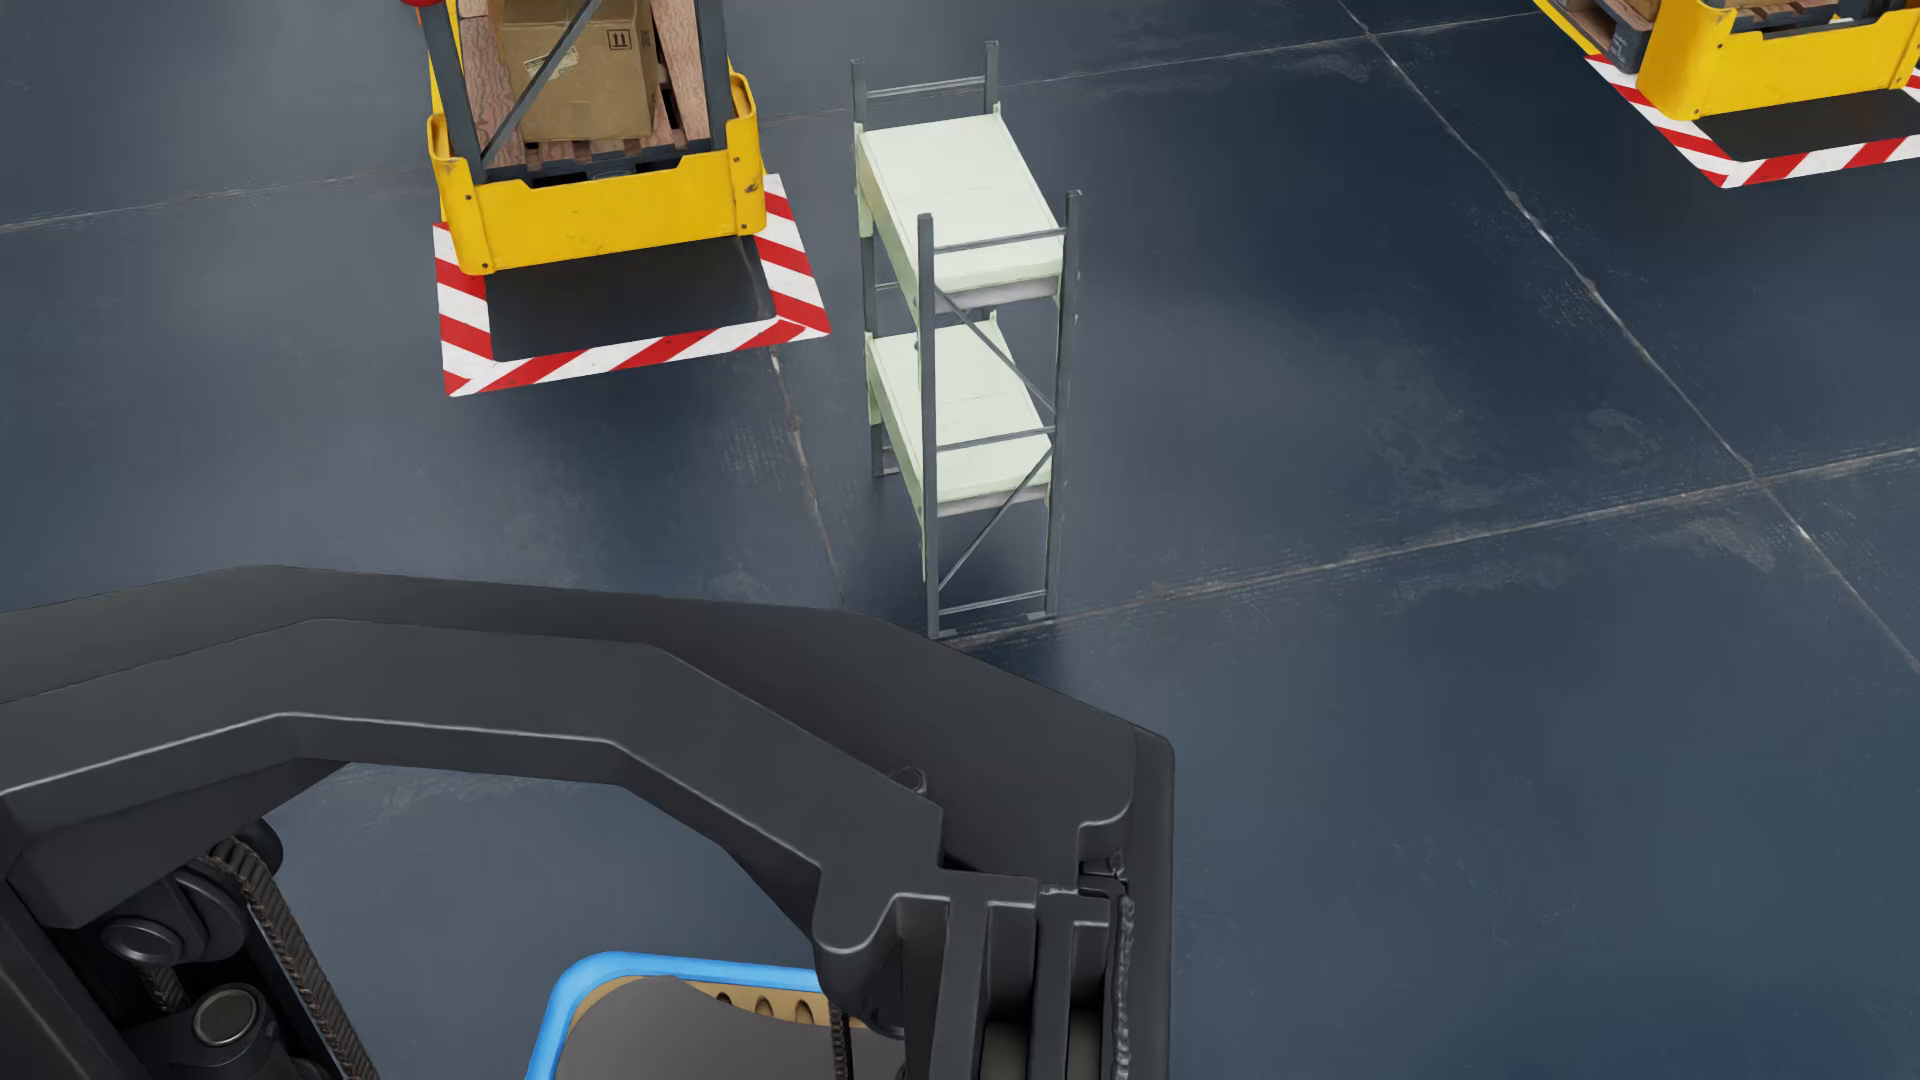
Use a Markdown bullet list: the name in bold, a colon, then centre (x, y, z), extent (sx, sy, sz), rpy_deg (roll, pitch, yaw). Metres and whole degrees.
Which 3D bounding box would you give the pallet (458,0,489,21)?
- **pallet**: centre (-1.825, -2.685, 7.734), extent (1.003, 0.211, 1.213), rpy_deg (-11, 47, -10)

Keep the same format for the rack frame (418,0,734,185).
- **rack frame**: centre (-1.323, -2.201, 5.307), extent (1.000, 3.000, 0.127), rpy_deg (-11, 47, -10)

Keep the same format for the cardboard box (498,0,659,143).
- **cardboard box**: centre (-1.467, -1.907, 6.475), extent (0.500, 0.500, 0.500), rpy_deg (-3, 46, -3)

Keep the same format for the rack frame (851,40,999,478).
- **rack frame**: centre (-0.092, -0.773, 4.957), extent (0.400, 1.500, 0.023), rpy_deg (-11, 47, -10)

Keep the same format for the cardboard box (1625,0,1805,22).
- **cardboard box**: centre (3.260, -2.897, 7.183), extent (0.875, 0.875, 0.875), rpy_deg (-10, 47, -10)

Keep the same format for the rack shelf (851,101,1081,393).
- **rack shelf**: centre (0.002, -0.793, 4.431), extent (0.431, 0.370, 0.720), rpy_deg (-11, 47, -10)

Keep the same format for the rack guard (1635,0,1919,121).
- **rack guard**: centre (3.504, -2.147, 7.004), extent (1.175, 0.500, 0.348), rpy_deg (-11, 47, -10)

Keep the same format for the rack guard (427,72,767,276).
- **rack guard**: centre (-1.343, -1.379, 6.251), extent (1.175, 0.500, 0.348), rpy_deg (-11, 47, -10)

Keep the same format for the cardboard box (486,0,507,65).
- **cardboard box**: centre (-1.653, -2.314, 6.873), extent (0.500, 0.500, 0.500), rpy_deg (0, 46, 0)

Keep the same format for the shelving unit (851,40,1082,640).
- **shelving unit**: centre (0.002, -0.520, 4.710), extent (0.431, 1.500, 0.755), rpy_deg (-11, 47, -10)

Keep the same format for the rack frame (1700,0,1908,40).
- **rack frame**: centre (3.497, -3.038, 6.127), extent (1.000, 3.000, 0.127), rpy_deg (-11, 47, -10)

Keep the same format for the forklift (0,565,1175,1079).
- **forklift**: centre (-0.379, 1.553, 1.676), extent (1.130, 2.935, 3.031), rpy_deg (4, 46, 4)

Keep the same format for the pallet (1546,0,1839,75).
- **pallet**: centre (3.217, -2.600, 7.650), extent (1.003, 0.211, 1.213), rpy_deg (-11, 47, -10)

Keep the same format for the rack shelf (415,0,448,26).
- **rack shelf**: centre (-1.835, -3.330, 6.917), extent (1.077, 0.370, 4.000), rpy_deg (-11, 47, -10)

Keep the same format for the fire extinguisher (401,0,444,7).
- **fire extinguisher**: centre (-1.739, -2.011, 5.174), extent (0.296, 0.674, 0.183), rpy_deg (-11, 47, -10)

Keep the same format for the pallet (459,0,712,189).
- **pallet**: centre (-1.516, -1.845, 6.910), extent (1.003, 0.211, 1.213), rpy_deg (-11, 47, -10)

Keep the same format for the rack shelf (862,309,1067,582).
- **rack shelf**: centre (0.002, -0.292, 4.943), extent (0.431, 0.370, 0.720), rpy_deg (-11, 47, -10)

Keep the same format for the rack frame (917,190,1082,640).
- **rack frame**: centre (0.095, -0.268, 4.462), extent (0.400, 1.500, 0.023), rpy_deg (-11, 47, -10)
